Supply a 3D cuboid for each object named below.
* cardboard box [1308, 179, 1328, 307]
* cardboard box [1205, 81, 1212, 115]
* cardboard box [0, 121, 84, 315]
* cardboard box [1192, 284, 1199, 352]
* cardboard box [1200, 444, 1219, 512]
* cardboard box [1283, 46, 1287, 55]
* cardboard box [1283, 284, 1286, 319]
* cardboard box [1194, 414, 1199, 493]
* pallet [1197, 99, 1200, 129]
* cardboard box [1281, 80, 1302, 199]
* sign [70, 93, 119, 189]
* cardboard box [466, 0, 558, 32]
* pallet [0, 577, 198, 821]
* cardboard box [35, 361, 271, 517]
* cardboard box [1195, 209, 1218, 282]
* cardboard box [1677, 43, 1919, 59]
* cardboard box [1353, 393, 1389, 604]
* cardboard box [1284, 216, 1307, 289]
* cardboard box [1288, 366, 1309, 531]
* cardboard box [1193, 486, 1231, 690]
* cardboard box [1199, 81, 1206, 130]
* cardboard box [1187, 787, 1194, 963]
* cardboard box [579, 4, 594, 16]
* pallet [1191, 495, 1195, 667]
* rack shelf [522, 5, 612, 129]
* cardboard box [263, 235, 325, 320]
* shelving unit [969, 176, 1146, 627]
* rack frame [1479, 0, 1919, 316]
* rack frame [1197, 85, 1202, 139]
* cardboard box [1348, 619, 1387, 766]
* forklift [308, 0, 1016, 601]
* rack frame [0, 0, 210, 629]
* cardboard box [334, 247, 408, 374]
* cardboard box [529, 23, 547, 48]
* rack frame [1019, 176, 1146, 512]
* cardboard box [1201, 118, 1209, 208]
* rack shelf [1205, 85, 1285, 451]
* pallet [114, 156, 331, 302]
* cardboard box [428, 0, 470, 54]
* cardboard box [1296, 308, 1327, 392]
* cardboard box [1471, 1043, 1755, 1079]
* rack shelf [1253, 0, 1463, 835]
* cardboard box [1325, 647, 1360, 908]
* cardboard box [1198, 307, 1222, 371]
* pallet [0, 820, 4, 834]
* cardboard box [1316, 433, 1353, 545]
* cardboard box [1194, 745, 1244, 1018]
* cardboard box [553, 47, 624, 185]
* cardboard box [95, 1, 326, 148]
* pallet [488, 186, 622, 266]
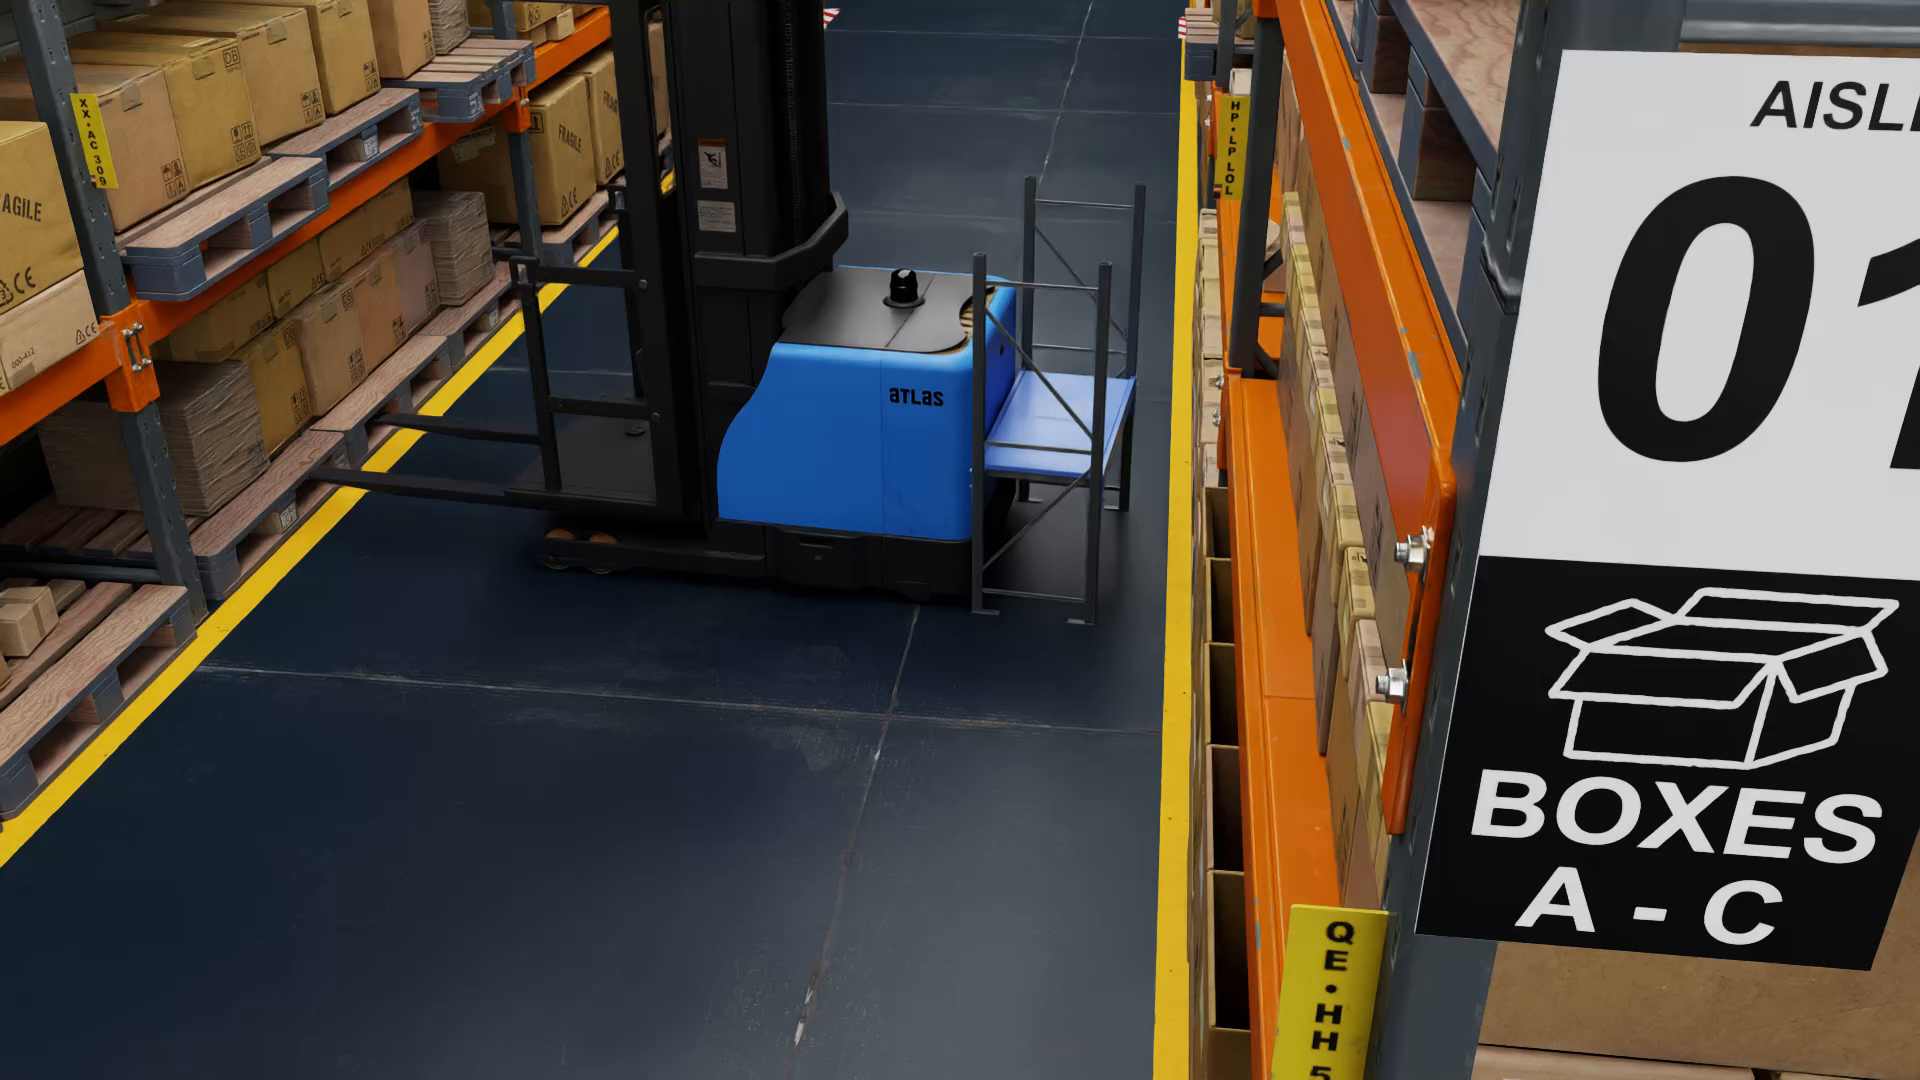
[{"bbox_3d":[1.290,-0.898,4.281,0.700,0.500,0.500,3,28,6],"label":"cardboard box"},{"bbox_3d":[1.894,-2.999,11.034,0.500,0.250,0.500,3,28,5],"label":"cardboard box"},{"bbox_3d":[-3.269,-1.048,5.380,0.500,0.500,0.500,3,28,6],"label":"cardboard box"},{"bbox_3d":[1.472,-1.121,8.625,0.500,0.250,0.500,3,28,5],"label":"cardboard box"},{"bbox_3d":[1.163,-0.158,6.247,0.500,0.311,0.500,3,28,6],"label":"cardboard box"},{"bbox_3d":[1.801,-2.405,8.645,0.500,0.311,0.500,5,29,9],"label":"cardboard box"},{"bbox_3d":[1.415,-0.898,5.913,0.500,0.250,0.500,5,29,9],"label":"cardboard box"},{"bbox_3d":[1.288,-0.395,7.277,0.500,0.250,0.500,4,29,7],"label":"cardboard box"},{"bbox_3d":[2.464,-3.591,13.694,1.003,0.211,1.213,3,28,6],"label":"pallet"},{"bbox_3d":[1.635,-1.618,6.986,0.500,0.500,0.500,3,28,6],"label":"cardboard box"},{"bbox_3d":[-2.979,-1.369,5.716,0.100,0.325,0.005,3,28,6],"label":"sign"},{"bbox_3d":[-2.715,-3.296,9.766,0.500,0.500,0.500,4,29,8],"label":"cardboard box"},{"bbox_3d":[-3.566,0.530,6.044,1.003,0.211,1.213,3,28,6],"label":"pallet"},{"bbox_3d":[-3.445,-0.457,7.107,0.700,0.500,0.500,4,29,8],"label":"cardboard box"},{"bbox_3d":[1.533,-1.605,8.931,0.500,0.311,0.500,4,29,8],"label":"cardboard box"},{"bbox_3d":[0.983,-0.730,1.580,0.797,0.503,0.637,5,29,10],"label":"cardboard box"},{"bbox_3d":[1.105,-0.191,2.969,0.700,0.500,0.500,3,29,6],"label":"cardboard box"},{"bbox_3d":[1.143,-0.826,4.832,0.380,0.149,0.250,4,29,7],"label":"cardboard box"},{"bbox_3d":[1.292,-0.316,4.569,0.700,0.500,0.500,3,28,6],"label":"cardboard box"},{"bbox_3d":[1.031,0.166,5.446,0.500,0.500,0.500,3,28,6],"label":"cardboard box"},{"bbox_3d":[2.078,-3.375,12.524,0.500,0.500,0.500,2,28,4],"label":"cardboard box"},{"bbox_3d":[0.908,0.966,4.750,0.500,0.250,0.500,3,28,6],"label":"cardboard box"},{"bbox_3d":[-2.628,-3.546,10.913,0.380,0.149,0.250,4,29,7],"label":"cardboard box"},{"bbox_3d":[1.450,0.149,6.752,1.003,0.211,1.213,3,28,6],"label":"pallet"},{"bbox_3d":[-2.783,-3.524,11.386,1.077,0.370,4.000,3,28,6],"label":"rack shelf"},{"bbox_3d":[-3.334,-1.239,7.769,0.500,0.250,0.500,3,28,5],"label":"cardboard box"},{"bbox_3d":[0.405,-0.582,6.749,0.538,1.500,1.048,6,29,11],"label":"shelving unit"},{"bbox_3d":[0.908,-1.488,0.524,1.000,3.000,0.127,3,28,6],"label":"rack frame"},{"bbox_3d":[2.379,-4.496,12.432,1.000,3.000,0.127,3,28,6],"label":"rack frame"},{"bbox_3d":[0.861,0.270,2.796,0.380,0.149,0.250,4,29,7],"label":"cardboard box"},{"bbox_3d":[-1.318,-1.385,6.731,3.031,2.935,1.130,6,29,10],"label":"forklift"},{"bbox_3d":[-3.518,-1.016,5.973,1.000,3.000,0.127,3,28,6],"label":"rack frame"},{"bbox_3d":[-3.276,-1.179,8.447,0.700,0.500,0.500,3,28,6],"label":"cardboard box"},{"bbox_3d":[-2.719,-3.057,10.005,0.380,0.149,0.250,4,29,7],"label":"cardboard box"},{"bbox_3d":[0.515,-0.818,7.186,0.500,1.500,0.032,6,29,11],"label":"rack frame"},{"bbox_3d":[1.834,-2.403,10.720,0.500,0.500,0.500,2,28,4],"label":"cardboard box"},{"bbox_3d":[1.643,-1.355,7.360,1.077,0.370,4.000,3,28,6],"label":"rack shelf"},{"bbox_3d":[-3.280,-1.283,6.671,1.003,0.211,1.213,3,28,6],"label":"pallet"},{"bbox_3d":[-3.076,-2.915,8.929,0.700,0.500,0.500,0,28,0],"label":"cardboard box"},{"bbox_3d":[1.049,-0.463,4.158,0.380,0.149,0.250,2,28,5],"label":"cardboard box"},{"bbox_3d":[0.766,0.632,2.124,0.380,0.149,0.250,3,28,5],"label":"cardboard box"},{"bbox_3d":[1.153,-0.792,3.154,1.077,0.370,4.000,3,28,6],"label":"rack shelf"},{"bbox_3d":[1.104,0.409,3.223,0.700,0.500,0.500,4,29,7],"label":"cardboard box"},{"bbox_3d":[1.350,-0.875,7.576,0.500,0.311,0.500,3,28,6],"label":"cardboard box"},{"bbox_3d":[-3.713,1.106,4.975,1.003,0.211,1.213,3,28,6],"label":"pallet"},{"bbox_3d":[0.954,-0.098,3.480,0.380,0.149,0.250,3,28,5],"label":"cardboard box"},{"bbox_3d":[0.849,0.872,4.135,0.500,0.500,0.500,3,28,6],"label":"cardboard box"},{"bbox_3d":[-2.694,-2.888,11.272,0.750,0.750,0.750,3,28,6],"label":"cardboard box"},{"bbox_3d":[-3.297,-2.066,7.352,0.700,0.500,0.500,7,29,13],"label":"cardboard box"},{"bbox_3d":[-2.857,-2.038,10.810,1.003,0.211,1.213,3,28,6],"label":"pallet"}]
